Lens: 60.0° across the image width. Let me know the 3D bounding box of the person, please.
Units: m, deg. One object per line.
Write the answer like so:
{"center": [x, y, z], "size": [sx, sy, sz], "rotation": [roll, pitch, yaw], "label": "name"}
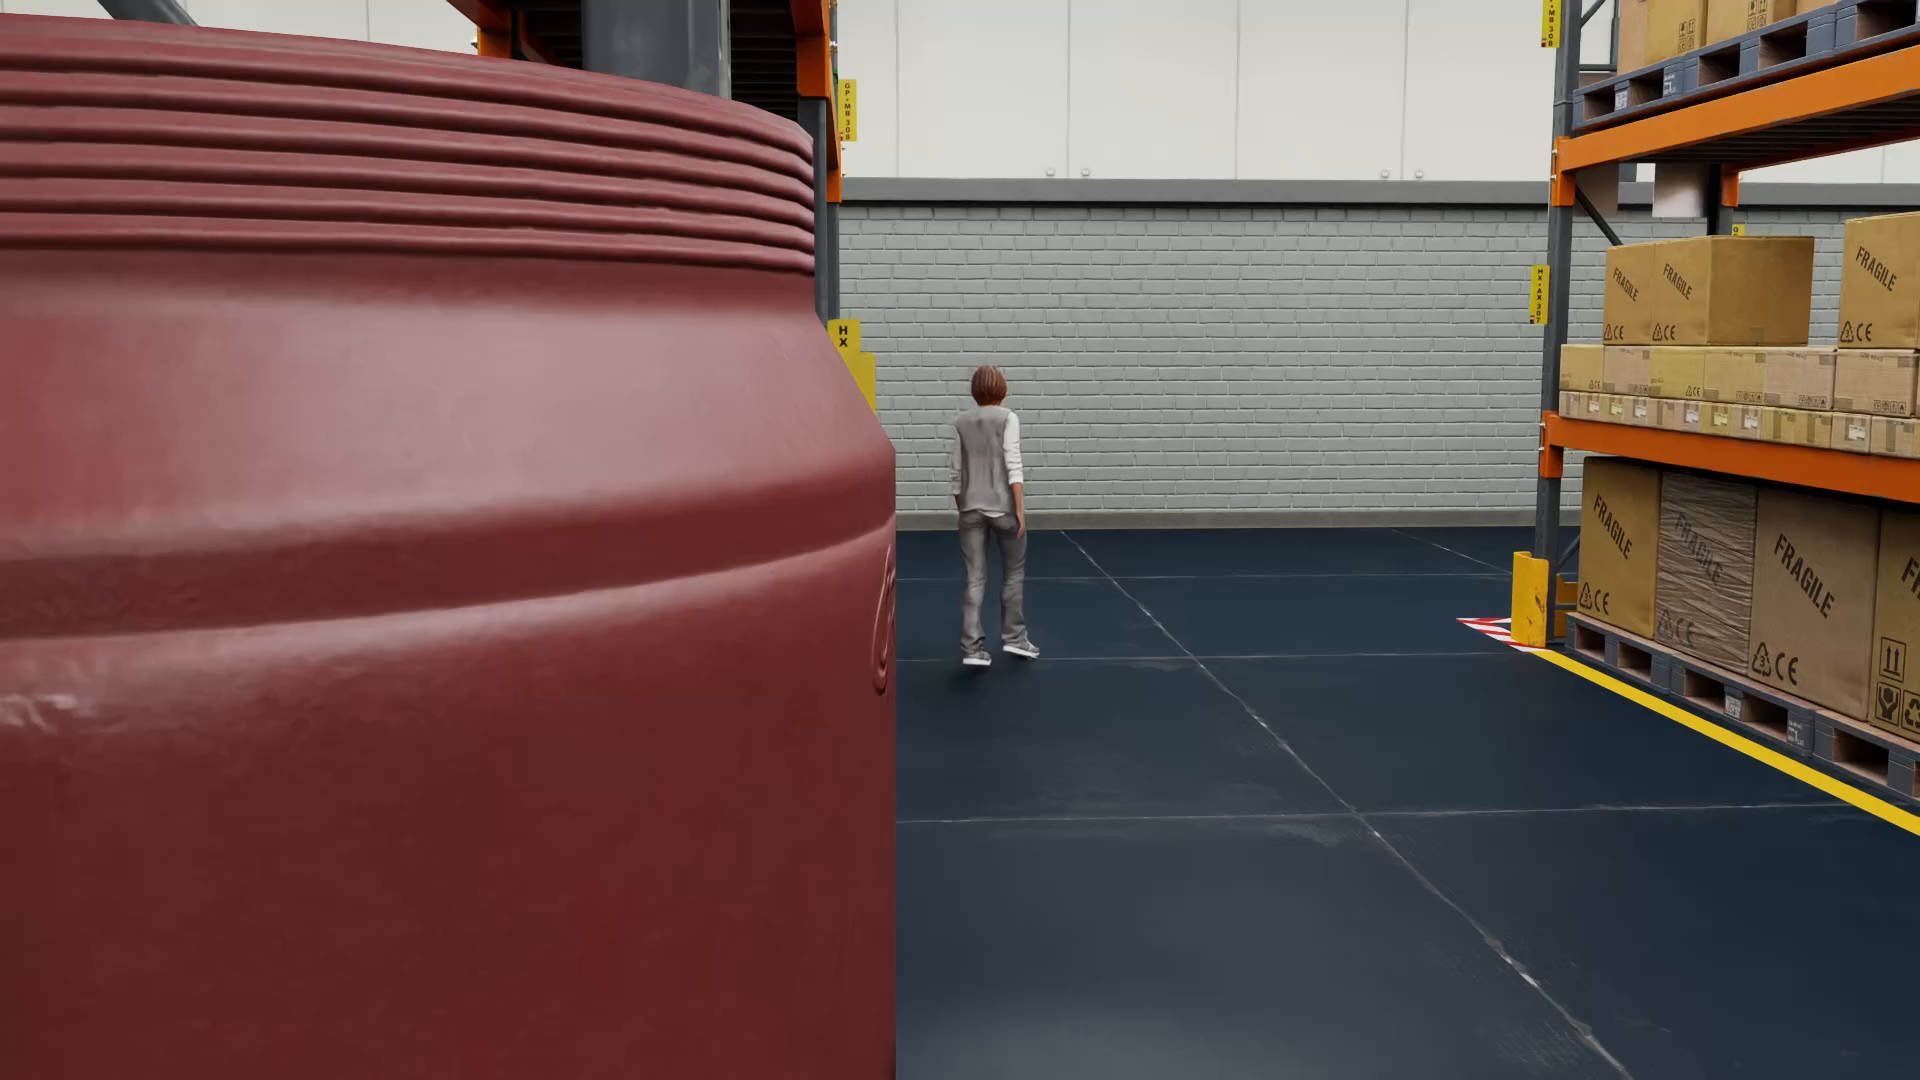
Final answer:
{"center": [0.151, -0.121, 8.800], "size": [0.466, 1.594, 0.722], "rotation": [2, 7, 17], "label": "person"}
